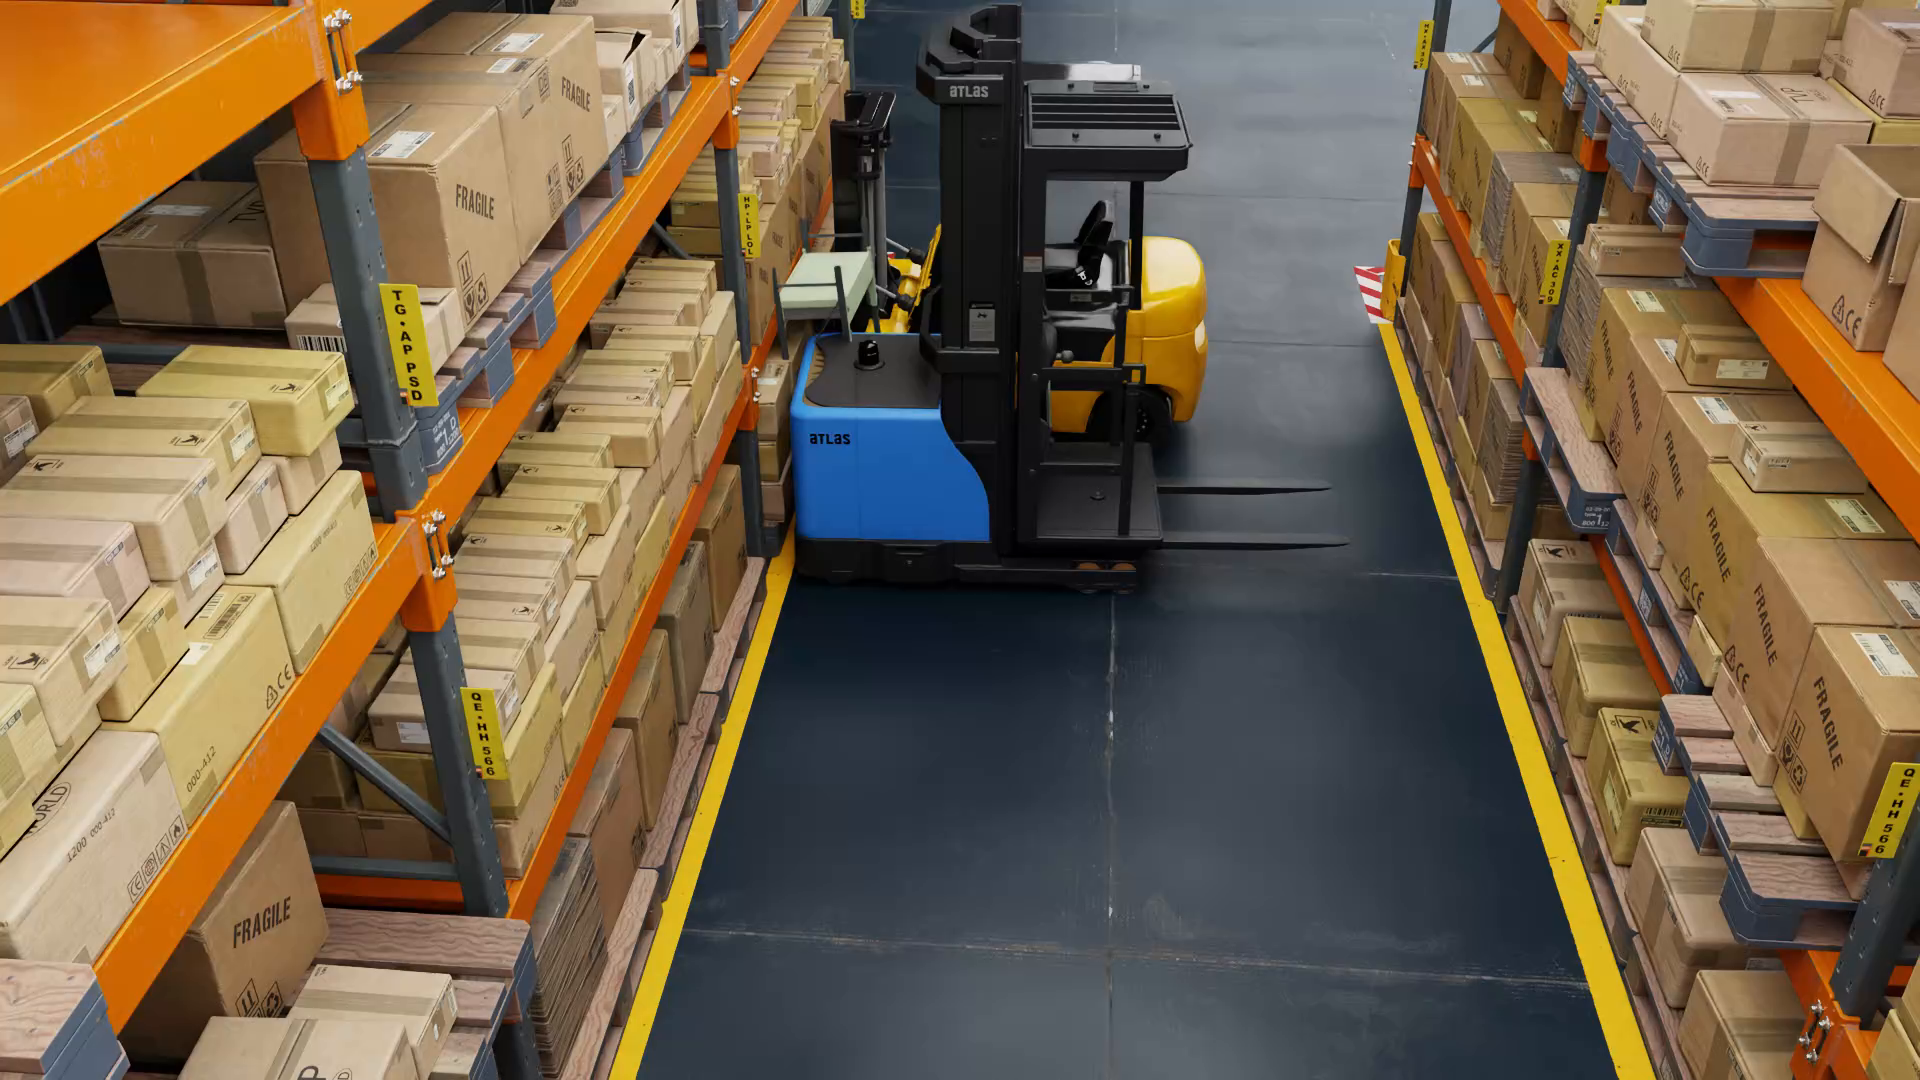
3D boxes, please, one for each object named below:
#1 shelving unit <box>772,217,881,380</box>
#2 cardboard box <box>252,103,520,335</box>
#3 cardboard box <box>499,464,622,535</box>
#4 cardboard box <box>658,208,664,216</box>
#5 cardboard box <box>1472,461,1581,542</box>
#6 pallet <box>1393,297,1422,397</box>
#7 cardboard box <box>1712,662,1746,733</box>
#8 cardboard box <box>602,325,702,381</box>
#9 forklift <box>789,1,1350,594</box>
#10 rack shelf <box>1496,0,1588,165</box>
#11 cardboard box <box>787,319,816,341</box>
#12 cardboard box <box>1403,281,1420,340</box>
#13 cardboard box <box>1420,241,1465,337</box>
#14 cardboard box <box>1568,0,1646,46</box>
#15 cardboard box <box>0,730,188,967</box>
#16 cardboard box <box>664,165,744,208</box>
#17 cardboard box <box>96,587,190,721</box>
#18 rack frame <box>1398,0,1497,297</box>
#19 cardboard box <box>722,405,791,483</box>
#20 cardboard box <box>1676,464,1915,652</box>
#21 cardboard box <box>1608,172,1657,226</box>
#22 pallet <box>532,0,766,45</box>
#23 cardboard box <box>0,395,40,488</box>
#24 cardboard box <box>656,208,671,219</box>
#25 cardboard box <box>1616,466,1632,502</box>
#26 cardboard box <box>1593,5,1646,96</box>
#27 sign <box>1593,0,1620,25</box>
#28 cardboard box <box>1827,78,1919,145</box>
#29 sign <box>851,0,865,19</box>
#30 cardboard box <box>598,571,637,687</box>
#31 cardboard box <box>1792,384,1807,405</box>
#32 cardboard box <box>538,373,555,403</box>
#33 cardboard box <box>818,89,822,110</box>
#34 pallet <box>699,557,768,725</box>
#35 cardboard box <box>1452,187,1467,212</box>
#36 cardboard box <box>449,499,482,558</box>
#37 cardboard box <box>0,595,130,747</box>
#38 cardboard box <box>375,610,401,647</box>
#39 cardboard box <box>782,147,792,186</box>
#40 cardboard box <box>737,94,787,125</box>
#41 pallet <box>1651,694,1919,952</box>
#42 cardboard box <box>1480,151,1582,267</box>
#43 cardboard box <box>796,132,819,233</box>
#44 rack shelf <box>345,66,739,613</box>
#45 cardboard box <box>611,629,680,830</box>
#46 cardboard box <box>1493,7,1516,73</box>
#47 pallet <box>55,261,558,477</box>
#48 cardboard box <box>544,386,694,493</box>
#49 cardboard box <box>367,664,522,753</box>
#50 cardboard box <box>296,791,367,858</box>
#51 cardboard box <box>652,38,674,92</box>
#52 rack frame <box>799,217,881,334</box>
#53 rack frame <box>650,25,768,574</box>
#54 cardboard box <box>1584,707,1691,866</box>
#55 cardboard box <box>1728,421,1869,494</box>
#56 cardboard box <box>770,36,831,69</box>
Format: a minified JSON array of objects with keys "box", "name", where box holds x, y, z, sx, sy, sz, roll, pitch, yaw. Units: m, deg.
[{"box":[-0.726,-1.036,9.731,0.431,1.500,0.755,0,32,10],"name":"shelving unit"},{"box":[-1.598,-0.914,4.704,0.500,0.500,0.500,3,32,4],"name":"cardboard box"},{"box":[-1.485,-0.152,6.205,0.380,0.149,0.250,3,32,5],"name":"cardboard box"},{"box":[-1.788,-1.864,8.982,0.380,0.149,0.250,3,32,5],"name":"cardboard box"},{"box":[3.154,-0.215,9.240,0.500,0.250,0.500,4,32,6],"name":"cardboard box"},{"box":[3.592,-1.327,11.483,1.003,0.211,1.213,2,32,4],"name":"pallet"},{"box":[2.794,0.544,5.627,0.380,0.149,0.250,1,32,2],"name":"cardboard box"},{"box":[-1.345,-0.822,7.291,0.380,0.149,0.250,2,32,2],"name":"cardboard box"},{"box":[0.625,-1.238,8.745,3.031,2.935,1.130,1,32,1],"name":"forklift"},{"box":[3.537,-2.902,9.207,1.077,0.370,4.000,2,32,4],"name":"rack shelf"},{"box":[-1.141,-1.297,10.043,0.500,0.250,0.500,3,32,6],"name":"cardboard box"},{"box":[3.358,-1.576,11.449,0.500,0.250,0.500,2,32,4],"name":"cardboard box"},{"box":[3.319,-1.609,10.788,0.500,0.500,0.500,1,32,2],"name":"cardboard box"},{"box":[3.141,-2.469,7.678,0.500,0.250,0.500,2,32,4],"name":"cardboard box"},{"box":[-1.780,0.586,3.005,0.500,0.250,0.500,2,32,4],"name":"cardboard box"},{"box":[-1.338,-1.837,8.655,0.380,0.149,0.250,3,32,5],"name":"cardboard box"},{"box":[-1.753,0.211,3.232,0.380,0.149,0.250,2,32,4],"name":"cardboard box"},{"box":[3.699,-2.977,11.503,1.000,3.000,0.127,2,32,4],"name":"rack frame"},{"box":[-1.227,-0.557,9.319,0.500,0.250,0.500,2,32,4],"name":"cardboard box"},{"box":[2.879,0.073,5.773,0.500,0.500,0.500,0,32,1],"name":"cardboard box"},{"box":[3.626,-1.702,8.100,0.700,0.500,0.500,2,32,3],"name":"cardboard box"},{"box":[-1.530,-2.782,8.411,1.003,0.211,1.213,2,32,4],"name":"pallet"},{"box":[-2.255,-0.202,3.619,0.380,0.149,0.250,3,32,4],"name":"cardboard box"},{"box":[-1.762,-1.645,9.246,0.500,0.500,0.500,3,32,5],"name":"cardboard box"},{"box":[2.975,-0.268,6.945,0.380,0.149,0.250,3,32,5],"name":"cardboard box"},{"box":[2.927,-1.989,6.783,0.500,0.250,0.500,2,32,3],"name":"cardboard box"},{"box":[2.832,-2.402,7.217,0.100,0.325,0.005,2,32,4],"name":"sign"},{"box":[3.382,-1.435,5.884,0.500,0.250,0.500,3,32,5],"name":"cardboard box"},{"box":[-0.708,-3.751,11.428,0.100,0.325,0.005,2,32,4],"name":"sign"},{"box":[-1.539,0.305,6.318,0.500,0.250,0.500,1,32,2],"name":"cardboard box"},{"box":[3.478,-0.454,6.628,0.500,0.500,0.500,4,32,6],"name":"cardboard box"},{"box":[-1.957,-0.708,7.106,0.380,0.149,0.250,2,32,4],"name":"cardboard box"},{"box":[-1.077,-2.774,10.459,0.380,0.149,0.250,1,32,2],"name":"cardboard box"},{"box":[-1.595,0.478,8.553,1.003,0.211,1.213,2,32,4],"name":"pallet"},{"box":[3.303,-2.166,10.426,0.380,0.149,0.250,3,32,5],"name":"cardboard box"},{"box":[-2.056,0.071,6.223,0.500,0.250,0.500,2,32,4],"name":"cardboard box"},{"box":[-1.720,0.225,2.926,0.380,0.149,0.250,2,32,3],"name":"cardboard box"},{"box":[-2.083,0.224,5.594,0.380,0.149,0.250,2,32,4],"name":"cardboard box"},{"box":[-1.156,-2.106,9.375,0.380,0.149,0.250,2,32,3],"name":"cardboard box"},{"box":[-1.224,-2.503,9.736,0.380,0.149,0.250,3,32,4],"name":"cardboard box"},{"box":[3.000,0.910,5.377,1.213,0.211,1.003,2,32,4],"name":"pallet"},{"box":[3.235,-1.839,9.276,0.500,0.500,0.500,3,32,5],"name":"cardboard box"},{"box":[-1.149,-2.159,10.080,0.500,0.500,0.500,3,32,4],"name":"cardboard box"},{"box":[-1.737,-1.021,6.154,1.077,0.370,4.000,2,32,4],"name":"rack shelf"},{"box":[-1.735,0.808,7.223,0.875,0.625,0.625,1,32,2],"name":"cardboard box"},{"box":[3.875,-3.296,10.688,0.700,0.500,0.500,2,32,3],"name":"cardboard box"},{"box":[-1.933,-0.560,4.900,1.213,0.211,1.003,4,32,6],"name":"pallet"},{"box":[-1.441,-0.441,7.053,0.500,0.250,0.500,3,32,5],"name":"cardboard box"},{"box":[-1.580,0.523,5.109,0.380,0.149,0.250,3,32,5],"name":"cardboard box"},{"box":[-2.118,0.814,5.494,0.500,0.250,0.500,2,32,3],"name":"cardboard box"},{"box":[-1.361,-1.899,6.638,0.380,0.149,0.250,2,32,4],"name":"cardboard box"},{"box":[-0.672,-1.228,10.037,0.400,1.500,0.023,0,32,10],"name":"rack frame"},{"box":[-1.574,-1.096,8.450,1.000,3.000,0.127,2,32,4],"name":"rack frame"},{"box":[3.223,1.068,7.042,0.950,0.372,0.625,3,32,6],"name":"cardboard box"},{"box":[2.900,-0.286,5.738,0.380,0.149,0.250,1,32,2],"name":"cardboard box"},{"box":[-1.051,-3.168,10.815,0.380,0.149,0.250,3,32,5],"name":"cardboard box"}]
